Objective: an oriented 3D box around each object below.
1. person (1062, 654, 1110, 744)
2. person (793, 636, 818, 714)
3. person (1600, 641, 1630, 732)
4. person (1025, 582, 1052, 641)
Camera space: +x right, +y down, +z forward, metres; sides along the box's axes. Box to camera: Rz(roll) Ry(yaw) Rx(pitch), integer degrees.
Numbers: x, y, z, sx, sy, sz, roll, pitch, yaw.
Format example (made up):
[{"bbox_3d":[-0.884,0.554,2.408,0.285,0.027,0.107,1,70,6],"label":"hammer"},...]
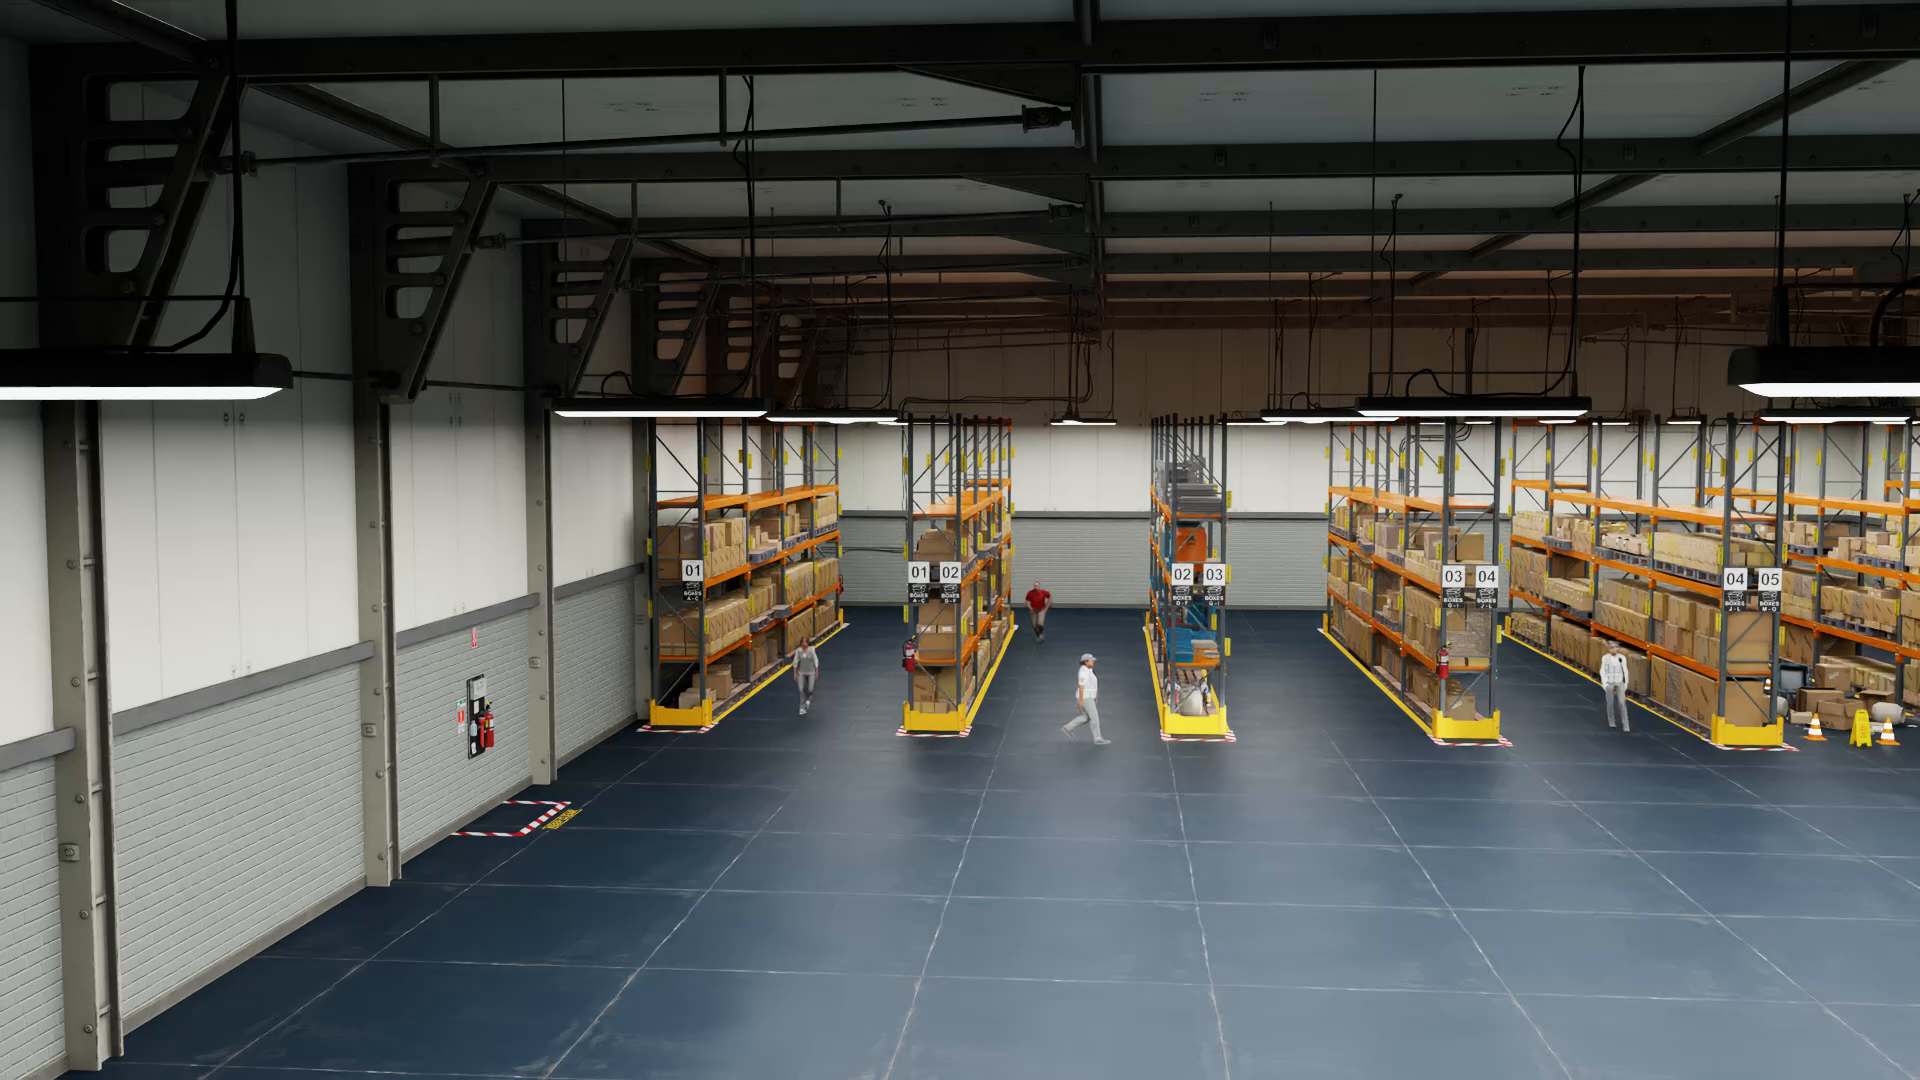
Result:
[{"bbox_3d":[2.298,2.873,30.184,0.906,1.627,0.509,1,4,13],"label":"person"},{"bbox_3d":[-3.100,2.697,33.438,0.506,1.581,0.488,0,4,1],"label":"person"},{"bbox_3d":[12.495,2.763,31.685,0.572,1.690,0.622,2,4,23],"label":"person"},{"bbox_3d":[2.106,1.915,44.515,0.691,1.638,0.731,1,4,14],"label":"person"}]
